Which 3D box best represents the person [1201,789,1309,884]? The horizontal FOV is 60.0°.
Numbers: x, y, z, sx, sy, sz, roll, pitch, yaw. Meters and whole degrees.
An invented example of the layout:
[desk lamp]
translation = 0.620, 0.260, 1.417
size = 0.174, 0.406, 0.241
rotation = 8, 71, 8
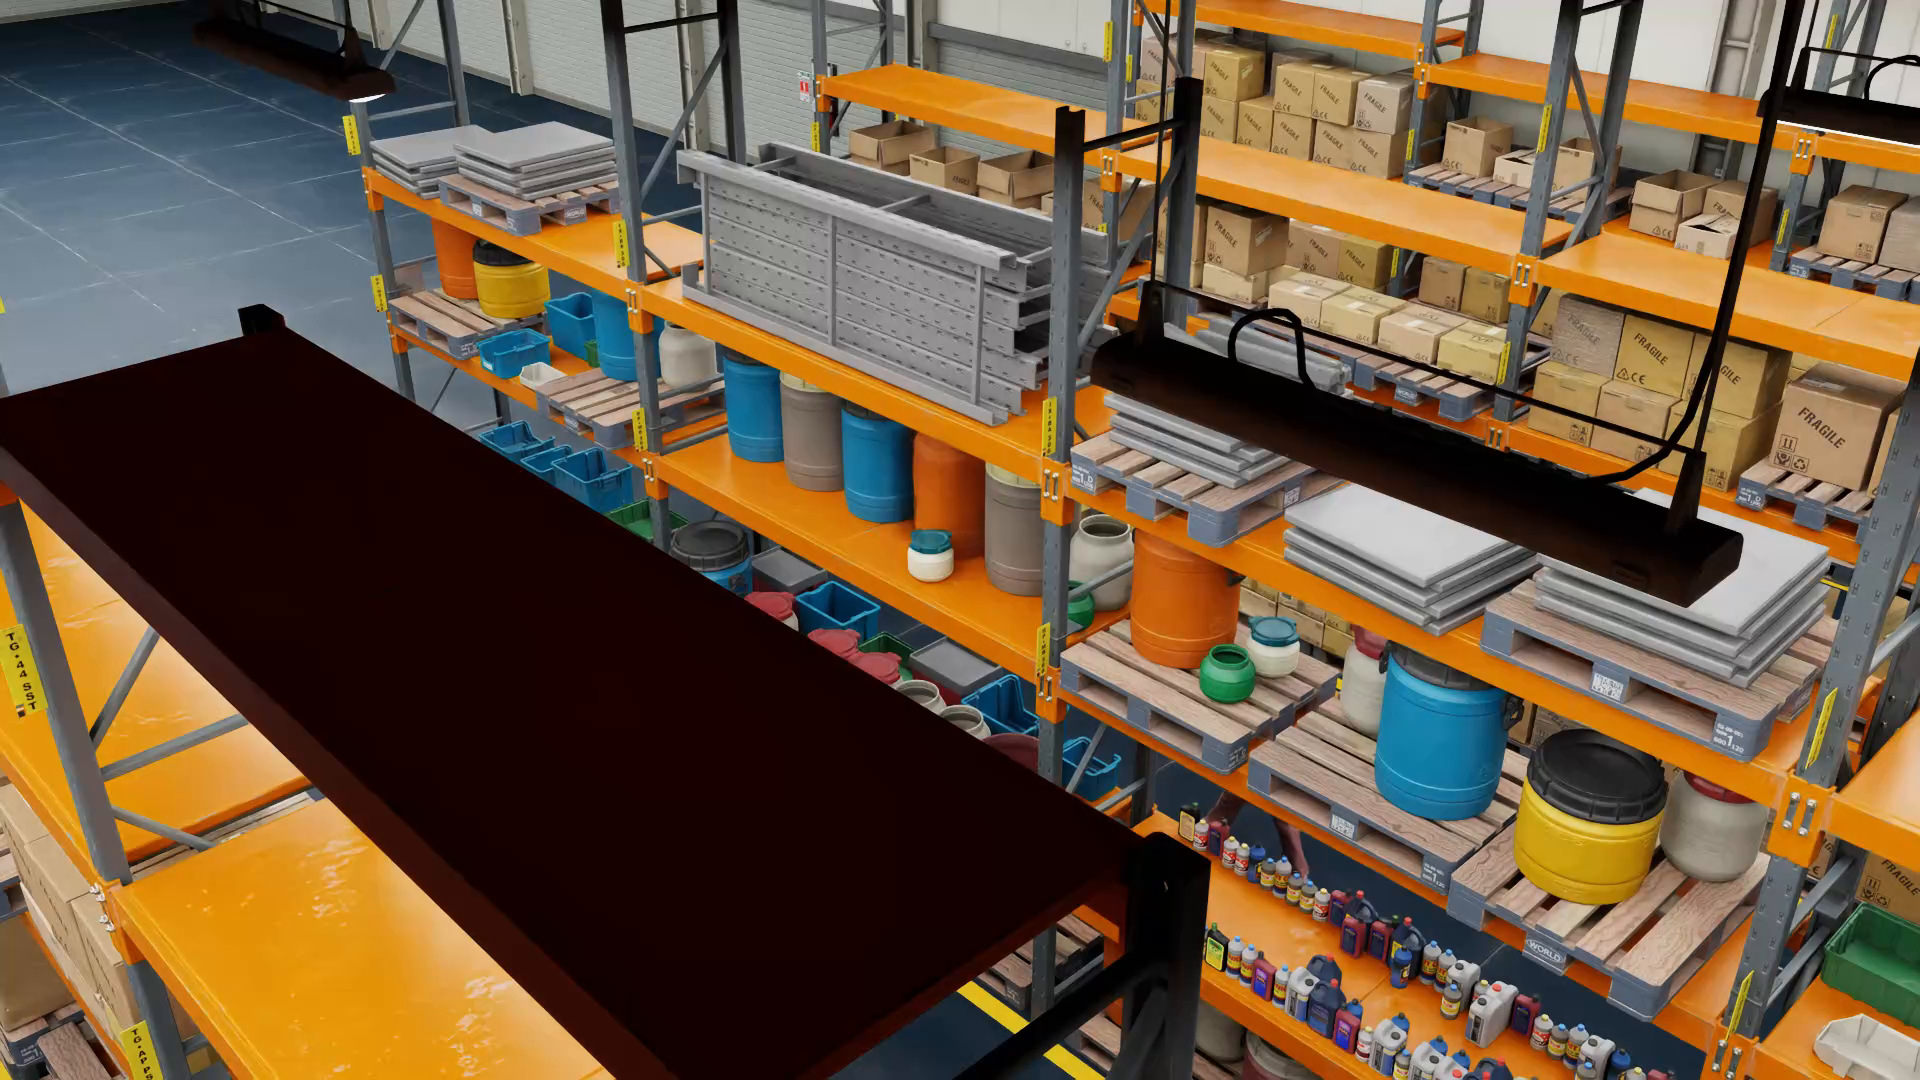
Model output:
[person]
translation = 2.167, 1.645, 12.040
size = 0.445, 1.605, 1.072
rotation = -18, 33, -30
